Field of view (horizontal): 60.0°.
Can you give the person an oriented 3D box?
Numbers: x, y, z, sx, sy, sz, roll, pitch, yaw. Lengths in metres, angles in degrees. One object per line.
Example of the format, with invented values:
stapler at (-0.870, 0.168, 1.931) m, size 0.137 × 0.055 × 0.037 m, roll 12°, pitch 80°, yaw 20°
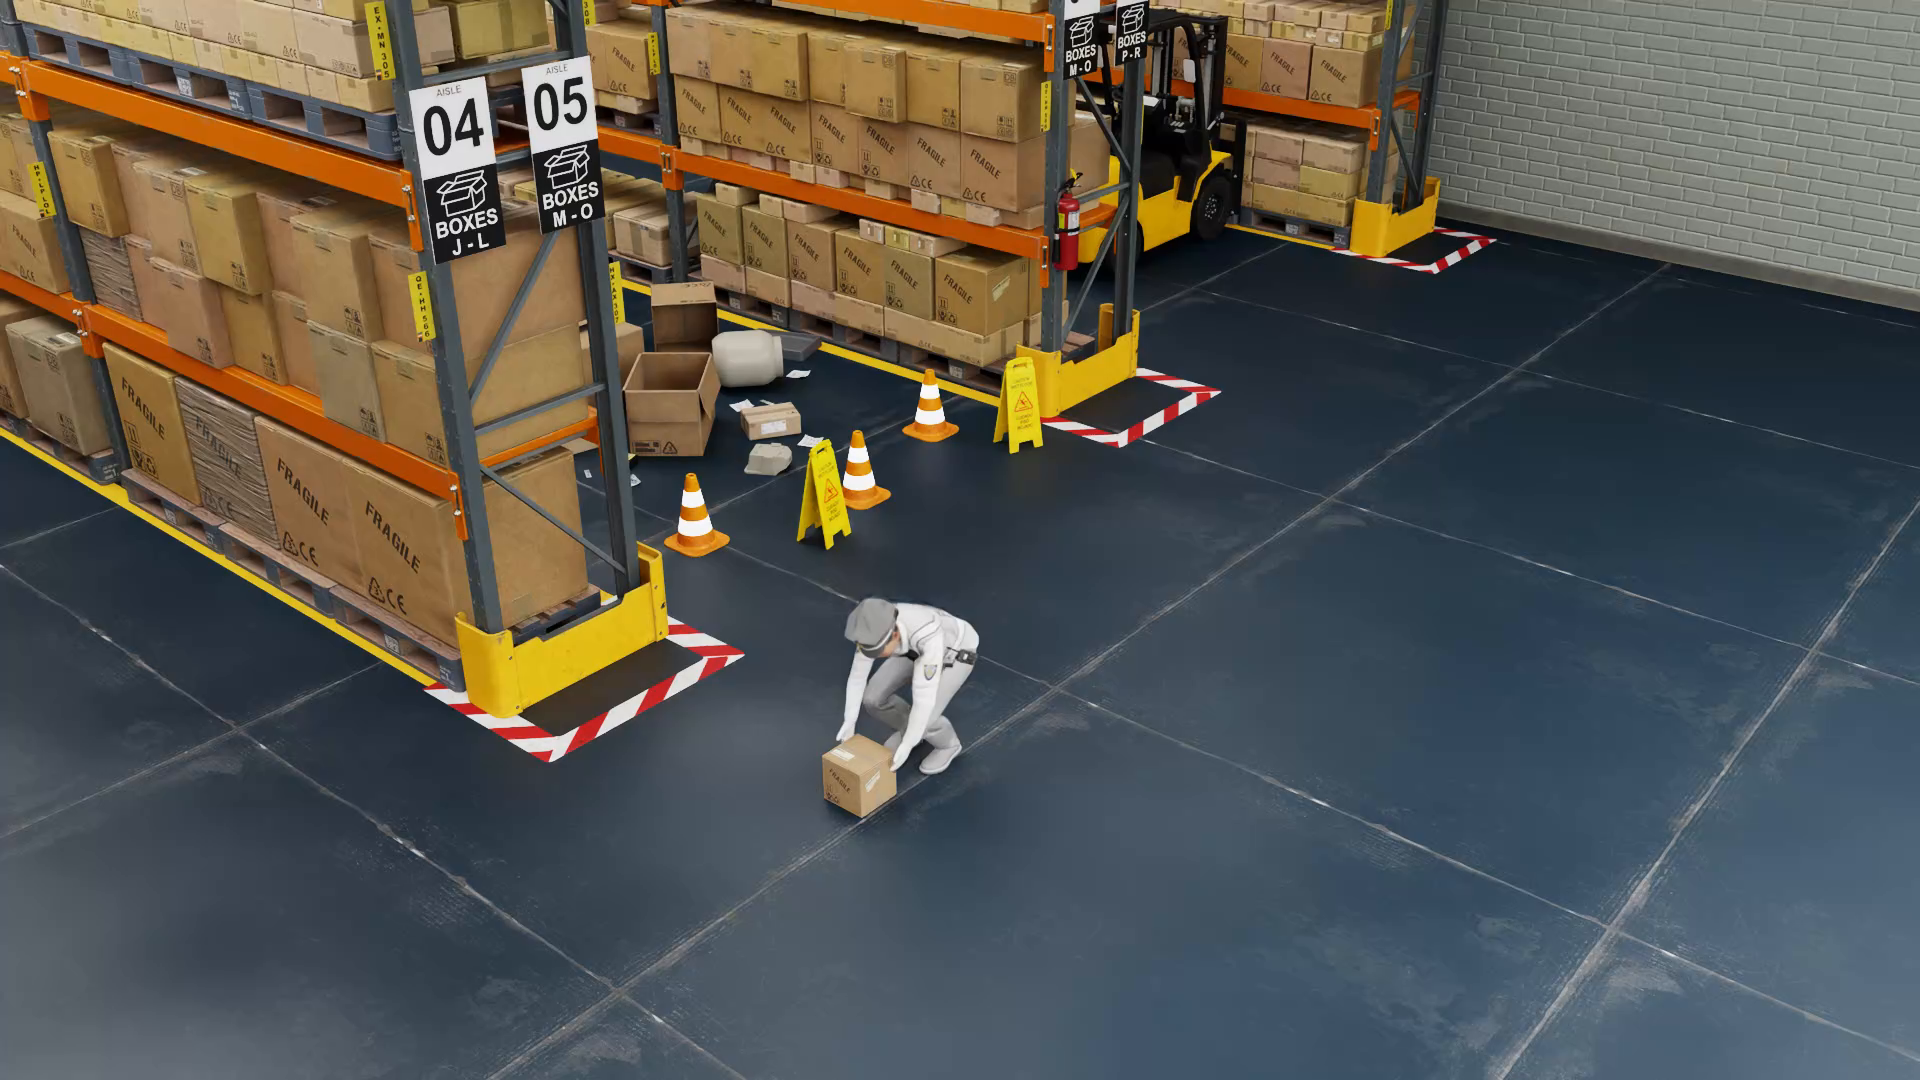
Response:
person at (-0.232, 0.660, 8.021) m, size 0.502 × 1.051 × 0.832 m, roll 21°, pitch 34°, yaw 34°
